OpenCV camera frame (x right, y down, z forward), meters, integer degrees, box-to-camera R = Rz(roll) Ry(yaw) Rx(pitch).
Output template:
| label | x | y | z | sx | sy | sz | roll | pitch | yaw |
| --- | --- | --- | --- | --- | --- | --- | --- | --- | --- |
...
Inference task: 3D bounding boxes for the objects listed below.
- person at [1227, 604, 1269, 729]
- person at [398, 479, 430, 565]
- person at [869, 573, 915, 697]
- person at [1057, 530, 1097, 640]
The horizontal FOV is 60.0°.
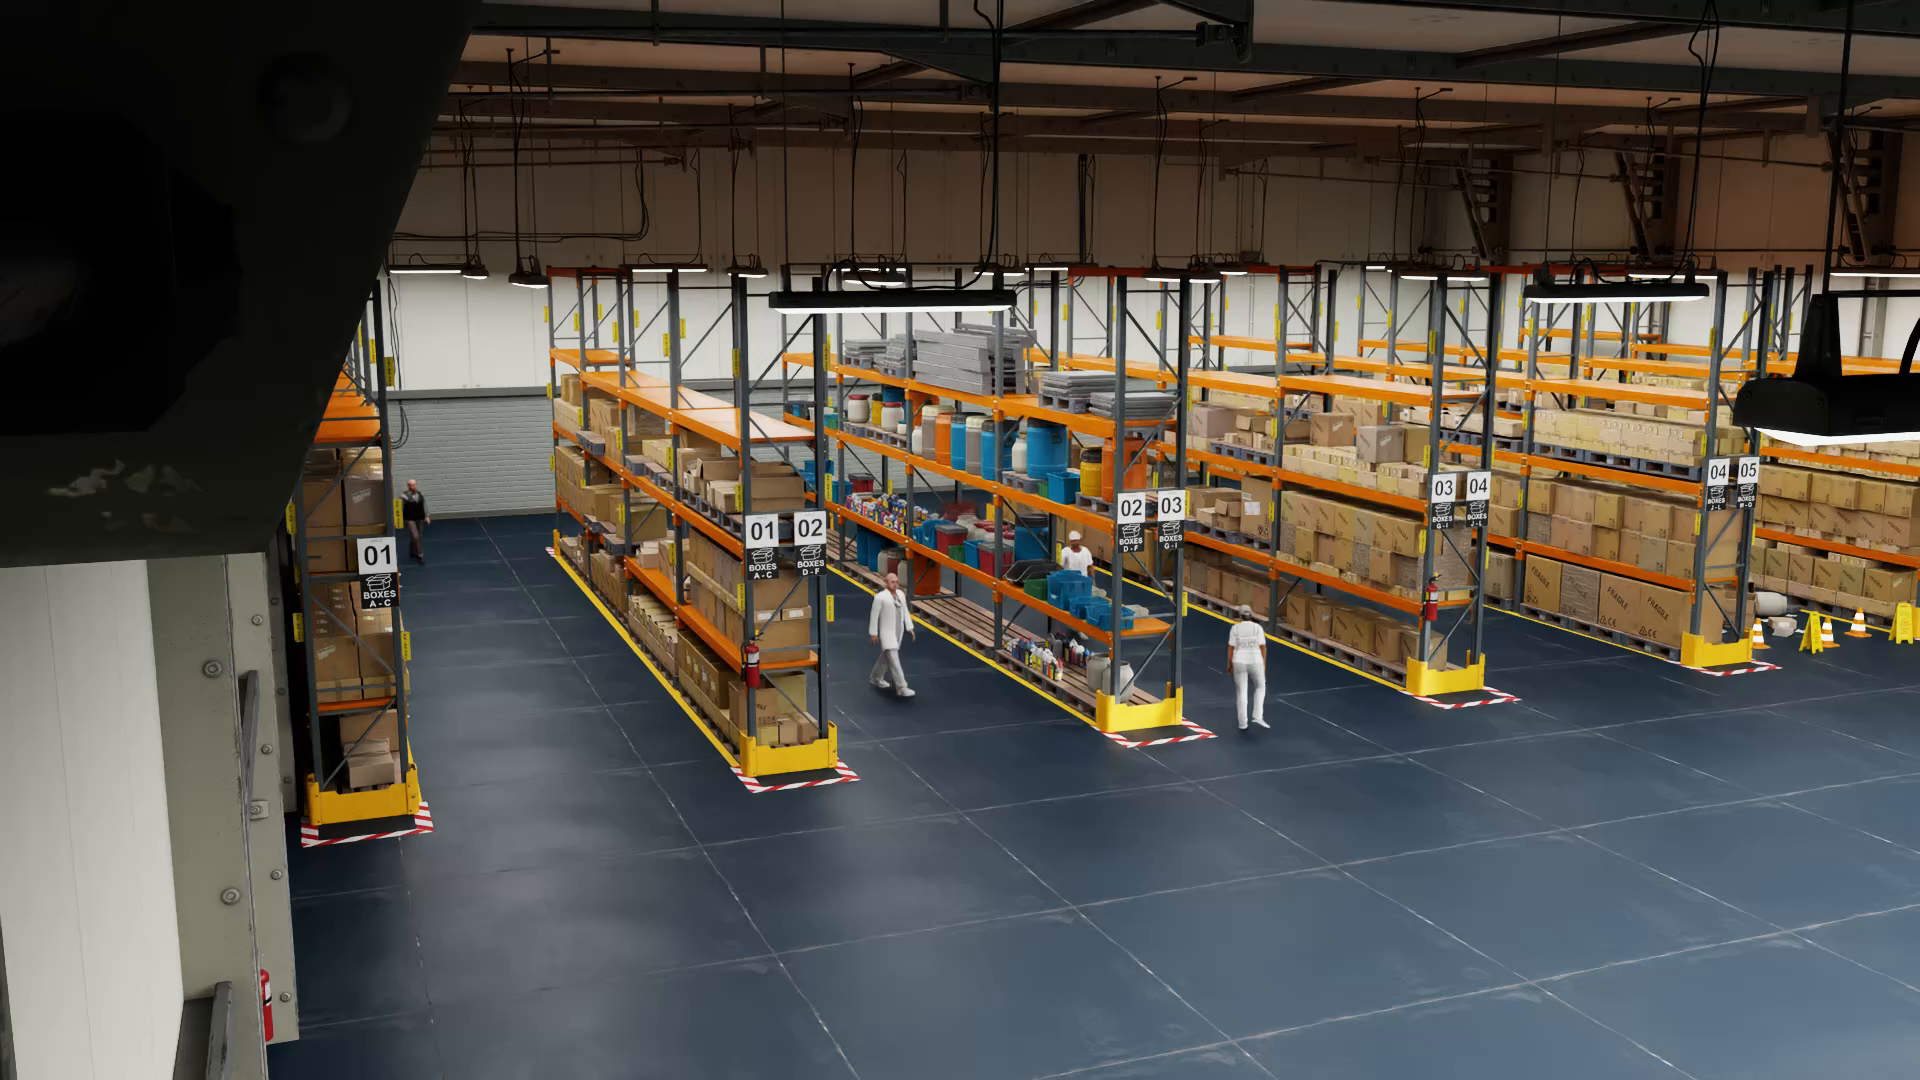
| label | x | y | z | sx | sy | sz | roll | pitch | yaw |
| --- | --- | --- | --- | --- | --- | --- | --- | --- | --- |
| person | 3.843 | 1.713 | 22.180 | 0.572 | 1.696 | 0.526 | 3 | 10 | 17 |
| person | -11.112 | -0.394 | 33.963 | 0.938 | 1.693 | 0.610 | 9 | 13 | 42 |
| person | -0.930 | 1.335 | 23.858 | 1.104 | 1.729 | 0.600 | 8 | 13 | 38 |
| person | 1.947 | 0.710 | 27.420 | 0.611 | 1.728 | 0.881 | -4 | 11 | -23 |
